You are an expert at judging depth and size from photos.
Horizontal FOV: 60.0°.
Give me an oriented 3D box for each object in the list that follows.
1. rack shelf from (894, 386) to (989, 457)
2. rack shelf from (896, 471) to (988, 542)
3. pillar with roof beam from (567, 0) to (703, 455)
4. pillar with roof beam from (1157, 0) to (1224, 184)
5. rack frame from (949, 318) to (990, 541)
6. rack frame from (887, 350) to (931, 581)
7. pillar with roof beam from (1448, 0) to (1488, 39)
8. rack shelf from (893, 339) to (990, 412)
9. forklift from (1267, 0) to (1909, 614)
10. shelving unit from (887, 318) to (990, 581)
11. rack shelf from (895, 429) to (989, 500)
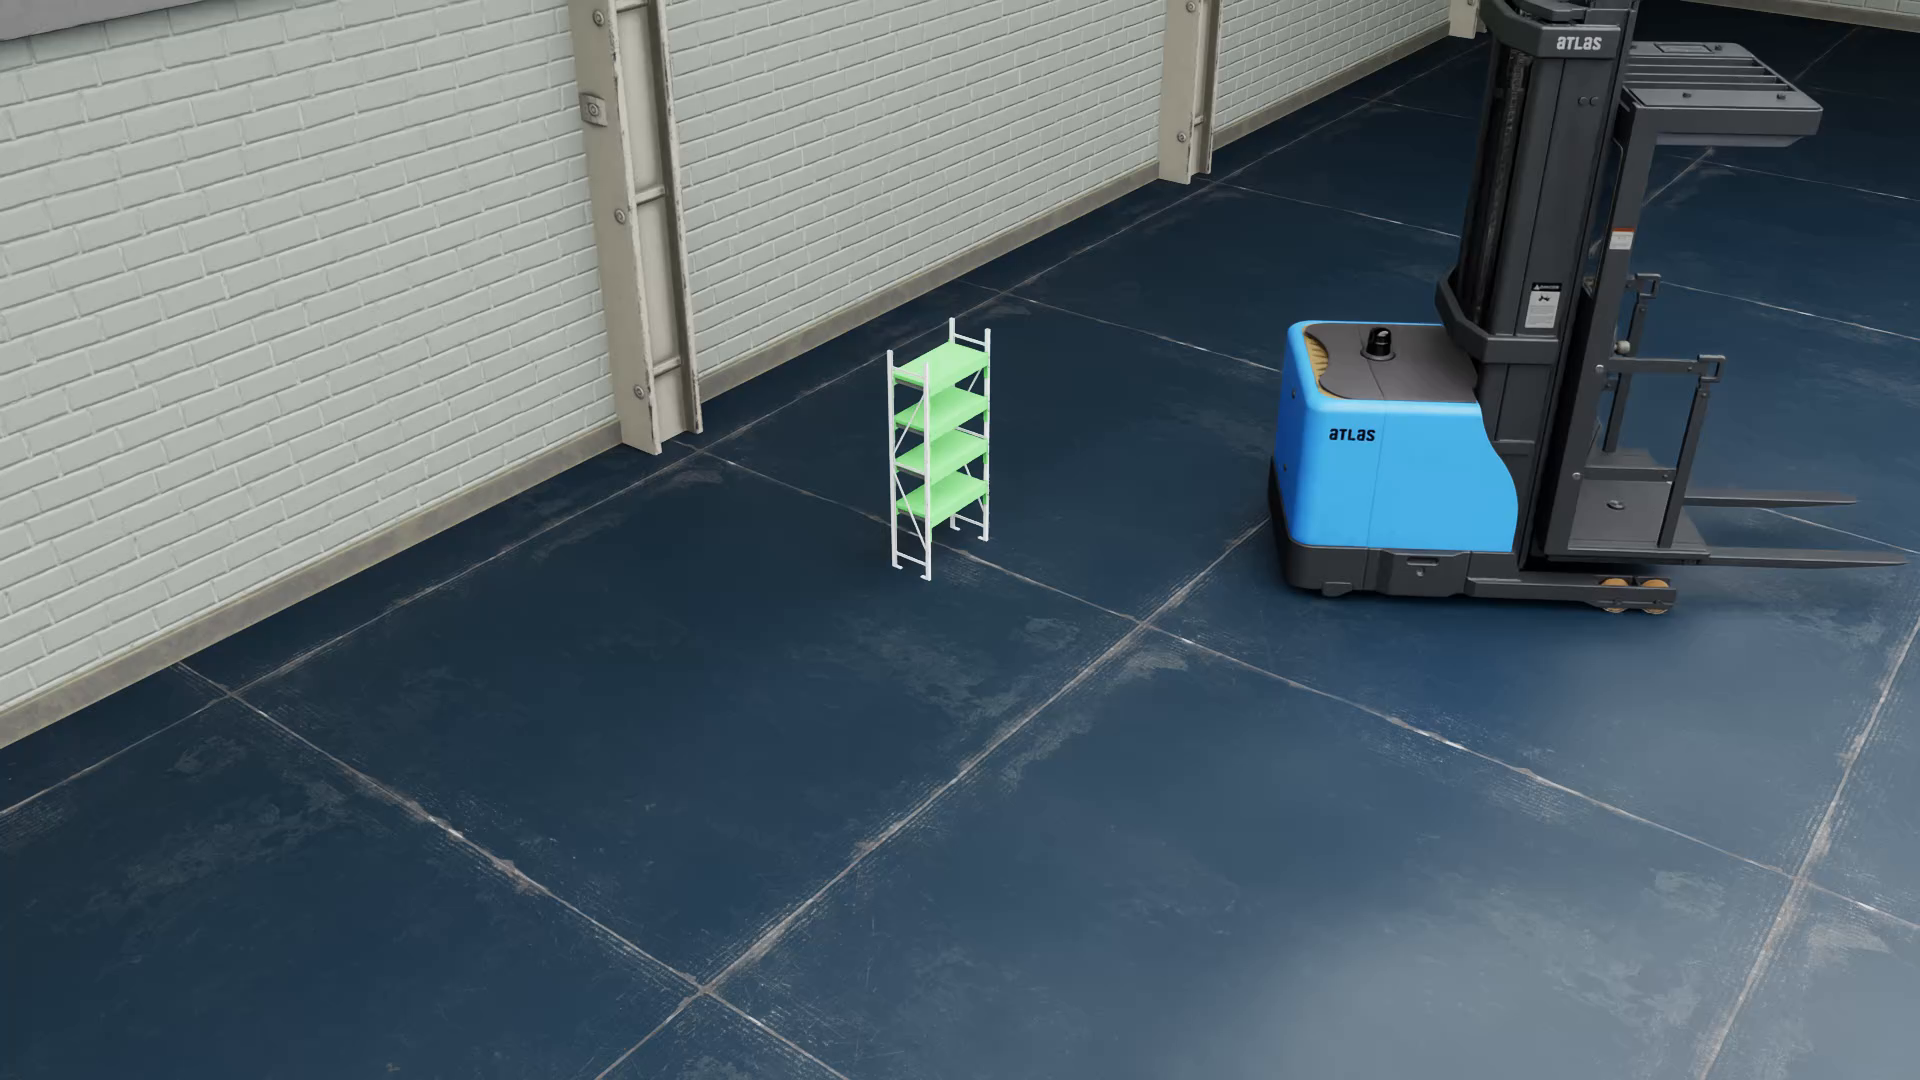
[{"bbox_3d":[-0.100,-0.600,8.241,0.258,0.148,0.480,21,37,31],"label":"rack shelf"},{"bbox_3d":[-0.100,-0.187,8.485,0.258,0.148,0.480,21,37,31],"label":"rack shelf"},{"bbox_3d":[1.675,-3.161,5.258,9.100,9.000,0.400,21,37,31],"label":"pillar with roof beam"},{"bbox_3d":[5.297,-5.600,9.373,9.100,9.000,0.400,21,37,31],"label":"pillar with roof beam"},{"bbox_3d":[0.047,-0.548,8.498,0.240,1.200,0.015,21,37,31],"label":"rack frame"},{"bbox_3d":[-0.247,-0.350,8.163,0.240,1.200,0.015,21,37,31],"label":"rack frame"},{"bbox_3d":[8.919,-8.039,13.488,9.100,9.000,0.400,21,37,31],"label":"pillar with roof beam"},{"bbox_3d":[-0.100,-0.807,8.118,0.258,0.148,0.480,21,37,31],"label":"rack shelf"},{"bbox_3d":[3.151,-1.180,7.866,3.031,2.935,1.130,2,31,3],"label":"forklift"},{"bbox_3d":[-0.100,-0.449,8.331,0.258,1.200,0.503,21,37,31],"label":"shelving unit"},{"bbox_3d":[-0.100,-0.394,8.363,0.258,0.148,0.480,21,37,31],"label":"rack shelf"}]
